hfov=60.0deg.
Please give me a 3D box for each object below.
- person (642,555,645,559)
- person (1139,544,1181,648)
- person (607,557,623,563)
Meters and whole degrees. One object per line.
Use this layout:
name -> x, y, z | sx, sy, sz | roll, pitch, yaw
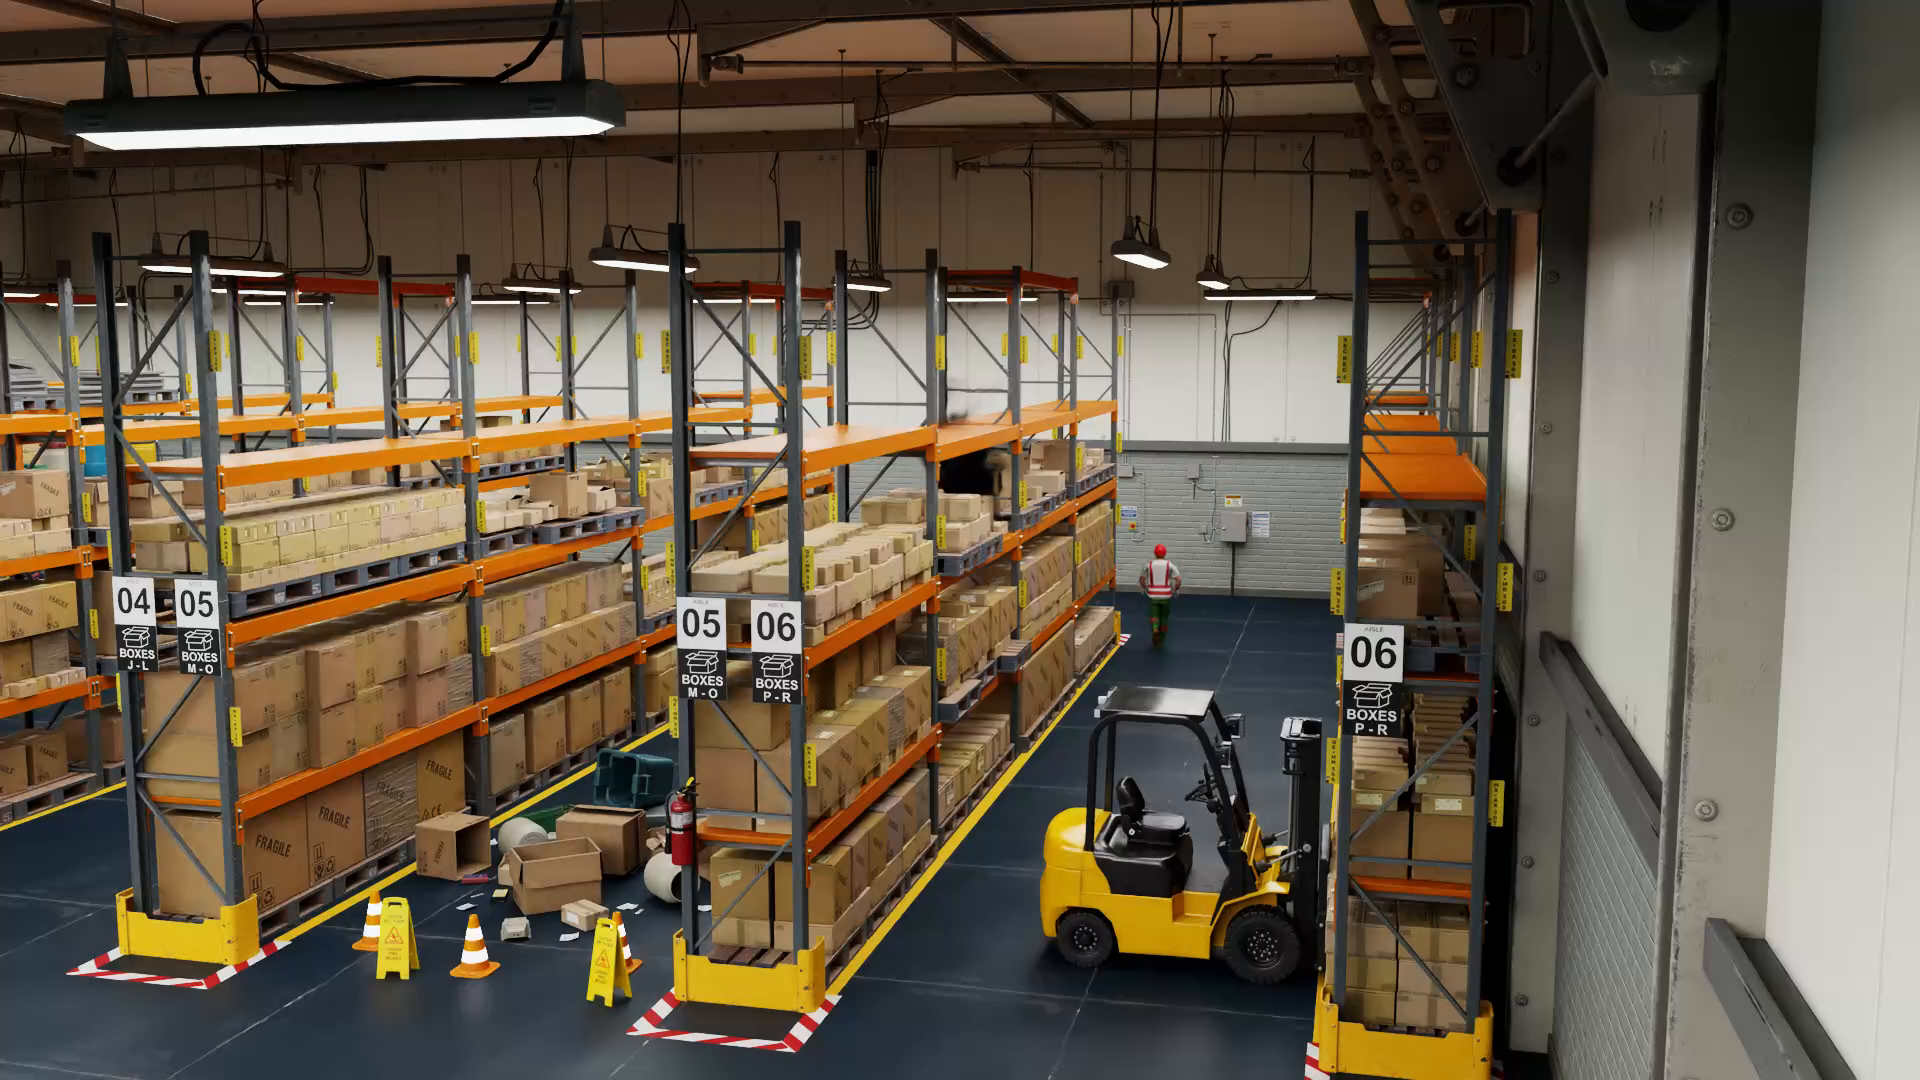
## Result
person -> -5.172, 1.068, 26.976 | 0.552, 1.666, 0.646 | 3, 7, 20
person -> 3.311, 0.943, 27.557 | 0.692, 1.750, 0.782 | 1, 7, 8
person -> -5.414, 1.130, 25.988 | 0.650, 1.744, 0.612 | 3, 7, 20
